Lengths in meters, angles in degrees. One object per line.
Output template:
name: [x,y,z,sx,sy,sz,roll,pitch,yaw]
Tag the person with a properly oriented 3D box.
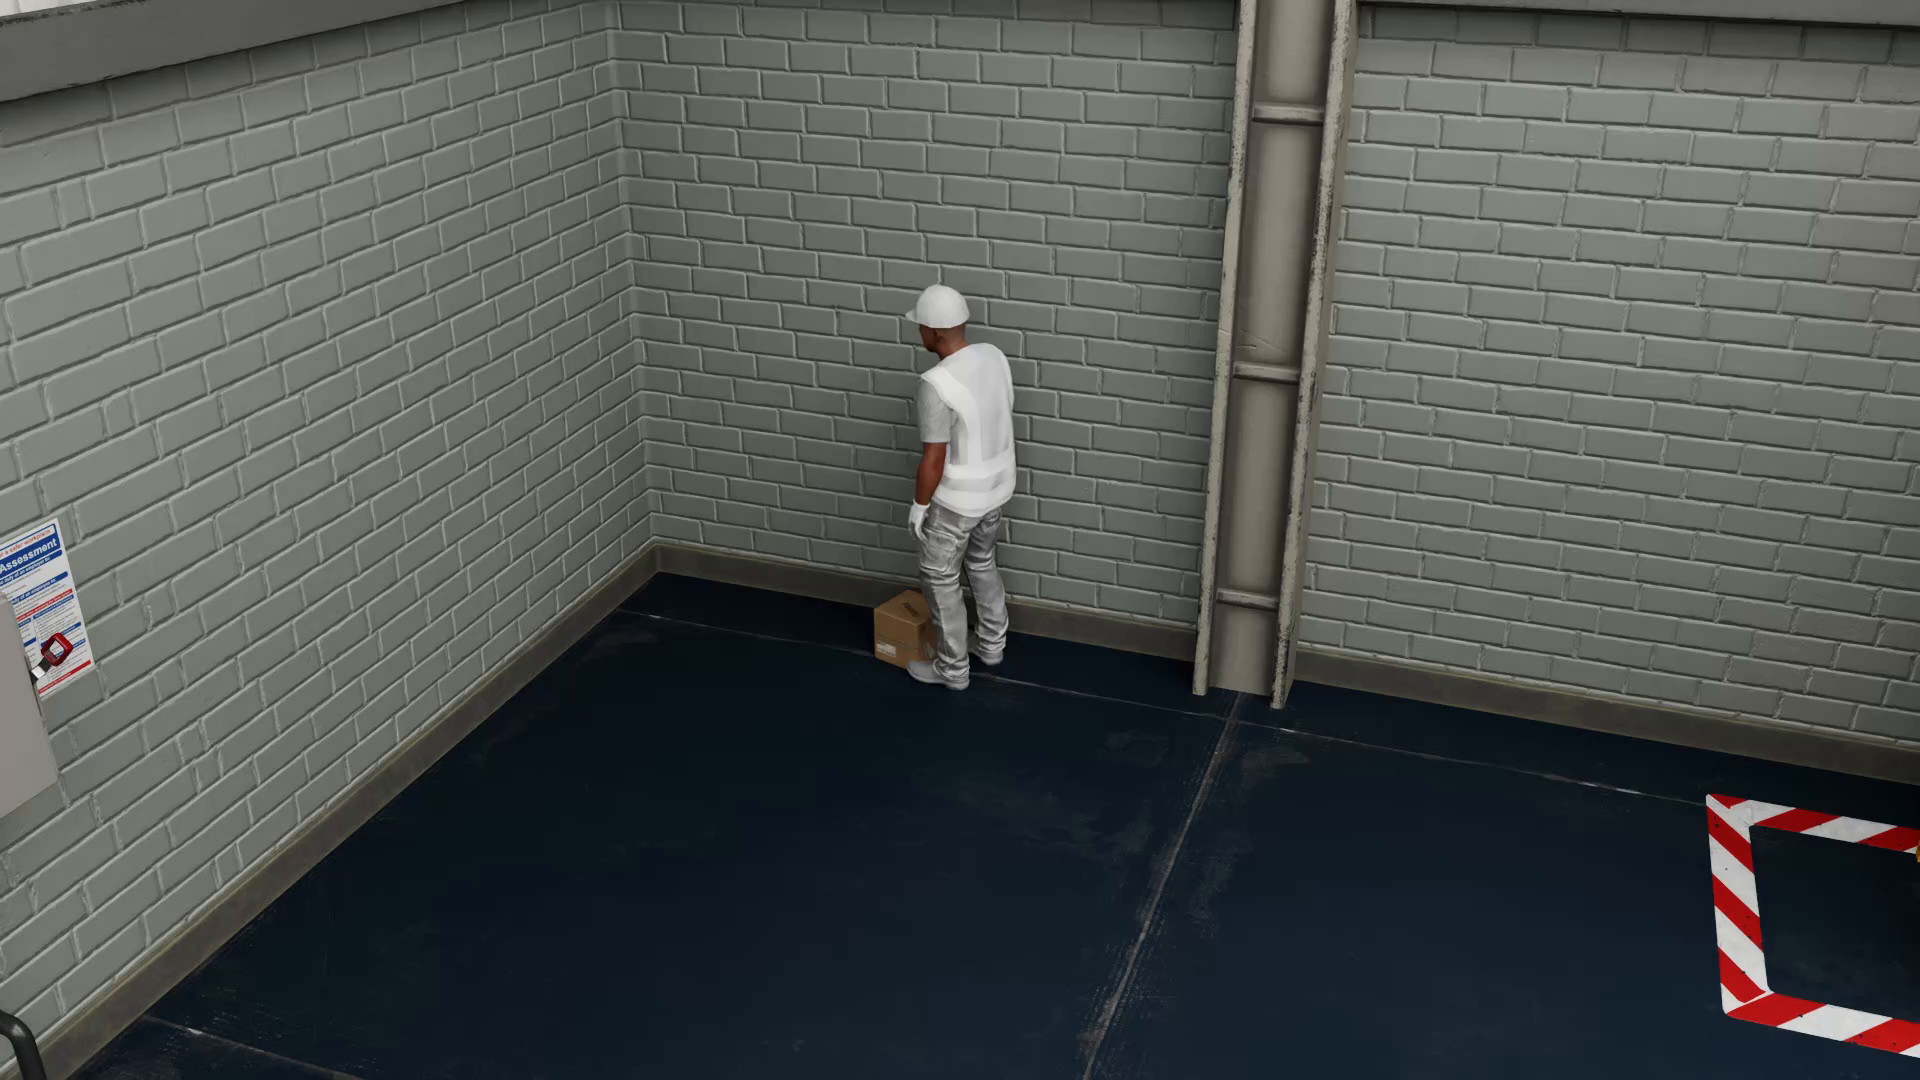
person: [-0.009,-0.213,7.048,0.452,1.771,0.613,17,31,32]
